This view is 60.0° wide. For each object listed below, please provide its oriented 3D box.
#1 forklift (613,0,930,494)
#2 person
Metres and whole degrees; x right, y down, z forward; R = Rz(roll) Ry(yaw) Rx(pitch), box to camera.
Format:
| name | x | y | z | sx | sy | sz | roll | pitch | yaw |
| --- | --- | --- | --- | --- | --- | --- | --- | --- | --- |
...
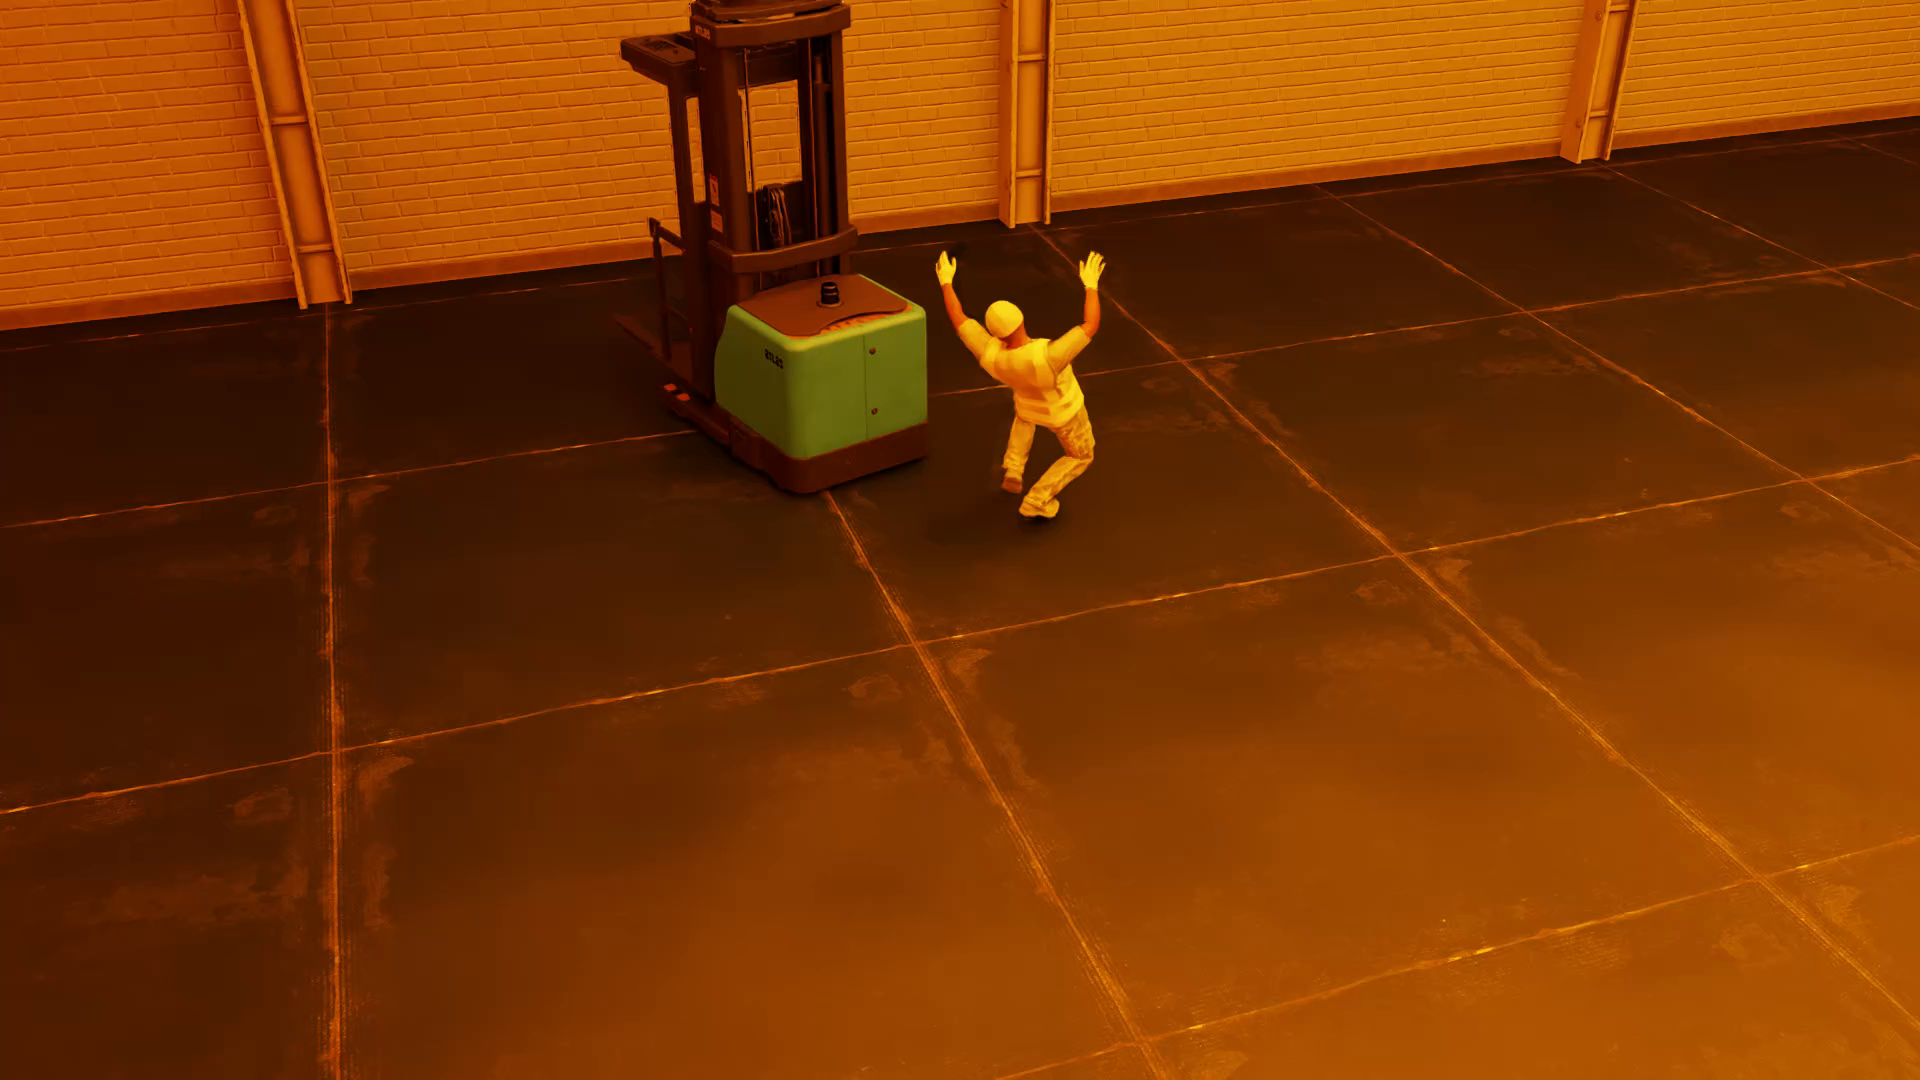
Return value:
| name | x | y | z | sx | sy | sz | roll | pitch | yaw |
| --- | --- | --- | --- | --- | --- | --- | --- | --- | --- |
| forklift | -1.461 | -2.242 | 10.983 | 1.130 | 2.935 | 3.031 | -20 | 35 | -30 |
| person | 0.339 | -0.946 | 10.010 | 1.078 | 1.688 | 0.796 | 19 | 35 | 29 |
